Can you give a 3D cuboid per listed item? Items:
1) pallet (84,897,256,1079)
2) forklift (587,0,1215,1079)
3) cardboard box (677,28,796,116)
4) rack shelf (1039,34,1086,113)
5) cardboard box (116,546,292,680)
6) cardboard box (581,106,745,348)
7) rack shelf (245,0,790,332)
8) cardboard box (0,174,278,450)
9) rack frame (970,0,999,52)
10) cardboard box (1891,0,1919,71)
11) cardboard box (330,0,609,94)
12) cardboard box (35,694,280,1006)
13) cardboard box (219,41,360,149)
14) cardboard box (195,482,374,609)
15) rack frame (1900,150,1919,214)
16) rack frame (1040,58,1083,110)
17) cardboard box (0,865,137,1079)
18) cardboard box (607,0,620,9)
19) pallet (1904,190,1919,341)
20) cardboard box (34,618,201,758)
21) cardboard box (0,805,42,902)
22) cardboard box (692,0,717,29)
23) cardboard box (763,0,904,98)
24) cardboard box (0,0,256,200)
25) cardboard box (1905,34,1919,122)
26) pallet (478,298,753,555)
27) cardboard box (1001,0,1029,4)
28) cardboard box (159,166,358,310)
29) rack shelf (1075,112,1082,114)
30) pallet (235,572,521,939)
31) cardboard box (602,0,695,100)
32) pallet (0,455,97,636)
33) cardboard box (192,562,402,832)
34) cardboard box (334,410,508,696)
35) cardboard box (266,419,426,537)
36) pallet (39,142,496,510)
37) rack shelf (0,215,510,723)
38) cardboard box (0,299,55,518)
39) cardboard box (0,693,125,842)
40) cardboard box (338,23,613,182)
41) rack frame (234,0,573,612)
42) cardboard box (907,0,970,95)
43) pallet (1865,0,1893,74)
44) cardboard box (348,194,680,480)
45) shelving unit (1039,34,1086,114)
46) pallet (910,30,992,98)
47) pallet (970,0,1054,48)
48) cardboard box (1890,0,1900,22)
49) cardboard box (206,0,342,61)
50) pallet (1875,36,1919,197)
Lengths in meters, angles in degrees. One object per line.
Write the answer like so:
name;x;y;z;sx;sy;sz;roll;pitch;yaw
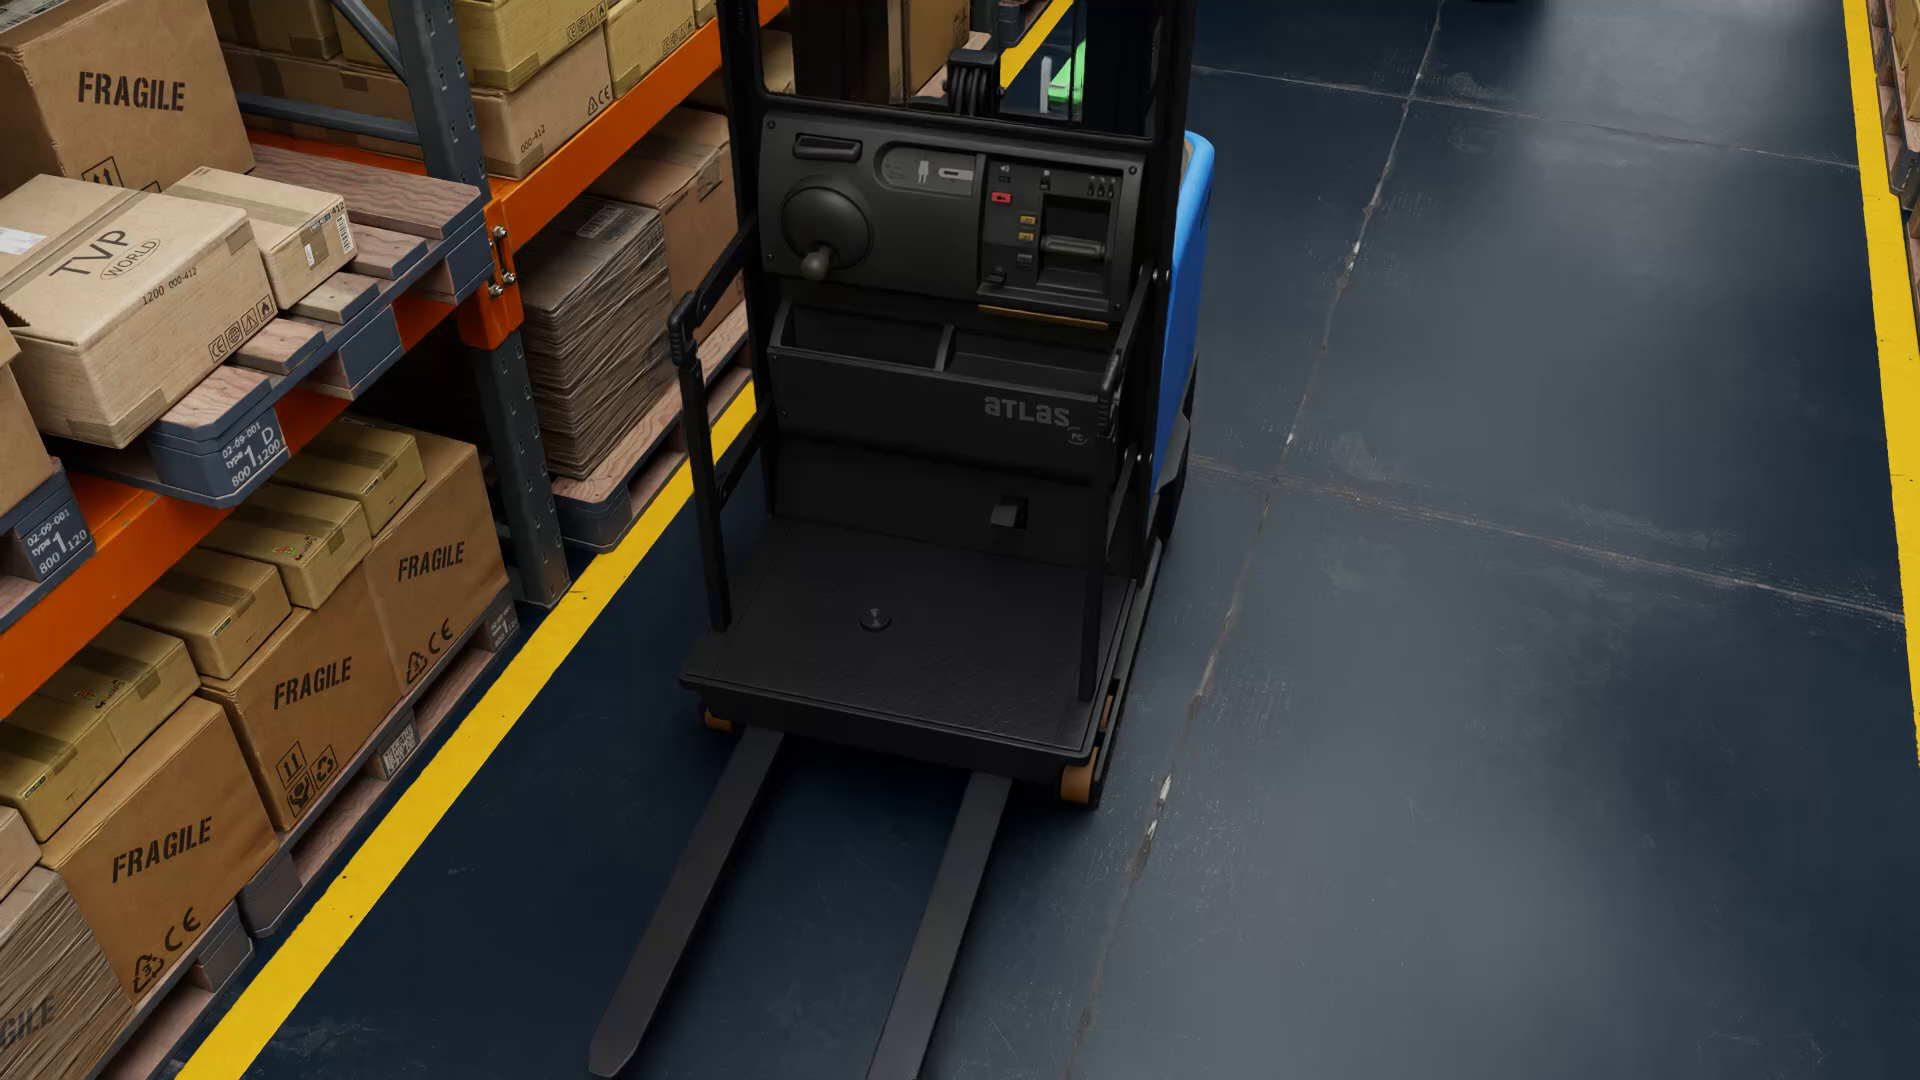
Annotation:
pallet;-2.386;1.175;3.710;1.003;0.211;1.213;13;42;15
forklift;-0.087;-0.696;3.808;1.130;2.935;3.031;10;41;11
cardboard box;-1.004;-1.519;6.226;0.875;0.625;0.625;12;42;13
rack shelf;0.453;-1.468;5.403;0.258;0.148;0.480;14;42;15
cardboard box;-1.803;0.152;3.864;0.380;0.149;0.250;12;42;14
cardboard box;-1.234;-1.108;5.744;0.875;0.625;0.625;15;43;16
rack shelf;-0.993;-2.021;5.862;1.077;0.370;4.000;13;42;15
cardboard box;-1.733;-0.462;3.272;0.500;0.250;0.500;11;42;13
rack frame;-0.309;-3.514;7.058;1.000;3.000;0.127;13;42;15
cardboard box;4.479;-2.276;7.401;0.500;0.250;0.500;12;42;14
cardboard box;-1.272;-1.418;4.332;0.500;0.250;0.500;13;42;15
cardboard box;-1.977;0.645;3.785;0.500;0.500;0.500;15;43;17
cardboard box;-1.763;-1.348;4.635;0.500;0.250;0.500;12;42;14
cardboard box;-1.672;0.001;4.041;0.380;0.149;0.250;11;42;13
rack frame;4.357;-2.415;5.769;1.000;3.000;0.127;13;42;15
rack frame;0.367;-1.003;5.497;0.240;1.200;0.015;14;42;15
cardboard box;-2.137;0.966;3.409;0.500;0.500;0.500;12;42;14
cardboard box;-1.123;-1.729;4.696;0.500;0.250;0.500;15;43;16
pallet;4.092;-0.879;6.117;1.003;0.211;1.213;13;42;15
cardboard box;-1.936;0.303;3.687;0.380;0.149;0.250;14;43;16
cardboard box;-2.087;0.630;3.303;0.380;0.149;0.250;11;42;13
cardboard box;-0.949;-1.855;5.229;0.500;0.250;0.500;12;42;14
cardboard box;-0.749;-1.978;6.764;0.875;0.625;0.625;13;42;15
cardboard box;-2.000;-0.993;3.702;0.500;0.500;0.500;15;43;17
cardboard box;4.306;-1.949;7.018;0.500;0.250;0.500;15;43;17
pallet;-1.358;-0.507;5.682;1.003;0.211;1.213;13;42;15
cardboard box;0.168;-2.849;8.074;0.500;0.250;0.500;14;42;16
cardboard box;-1.541;-0.653;3.574;0.380;0.149;0.250;14;42;16
rack shelf;0.453;-1.285;5.558;0.258;0.148;0.480;14;42;15
pallet;-1.968;0.433;4.579;1.003;0.211;1.213;13;42;15
cardboard box;-1.119;-1.539;4.859;0.500;0.250;0.500;12;42;14
pallet;-2.337;0.186;2.869;1.003;0.211;1.213;13;42;15
cardboard box;-1.800;0.325;4.160;0.500;0.500;0.500;13;42;14
cardboard box;-1.619;0.022;4.515;0.500;0.500;0.500;14;43;16
cardboard box;-1.608;-0.173;4.244;0.380;0.149;0.250;11;42;13
pallet;-1.842;-0.572;3.758;1.213;0.211;1.003;13;42;15
rack shelf;-2.361;0.419;3.002;1.077;0.370;4.000;13;42;15
cardboard box;-2.061;-0.237;2.813;0.797;0.503;0.637;12;42;14
cardboard box;-2.021;0.455;3.508;0.380;0.149;0.250;13;42;14
cardboard box;-1.295;-1.234;4.501;0.500;0.250;0.500;13;42;15
rack frame;-1.677;-1.074;4.198;1.000;3.000;0.127;13;42;15
cardboard box;-0.477;-2.450;7.316;0.875;0.625;0.625;15;43;17
pallet;4.969;-2.518;8.039;1.003;0.211;1.213;13;42;15
cardboard box;-1.451;-0.708;5.275;0.875;0.625;0.625;15;43;16
shelving unit;0.452;-1.150;5.672;0.258;1.200;0.503;14;42;15
pallet;-0.524;-1.995;7.426;1.003;0.211;1.213;13;42;15
pallet;0.002;-2.929;8.520;1.003;0.211;1.213;13;42;15
cardboard box;4.657;-2.585;7.764;0.500;0.250;0.500;14;42;16
cardboard box;-1.784;-1.543;4.478;0.500;0.250;0.500;14;42;16
pallet;4.553;-1.771;7.164;1.003;0.211;1.213;13;42;15
